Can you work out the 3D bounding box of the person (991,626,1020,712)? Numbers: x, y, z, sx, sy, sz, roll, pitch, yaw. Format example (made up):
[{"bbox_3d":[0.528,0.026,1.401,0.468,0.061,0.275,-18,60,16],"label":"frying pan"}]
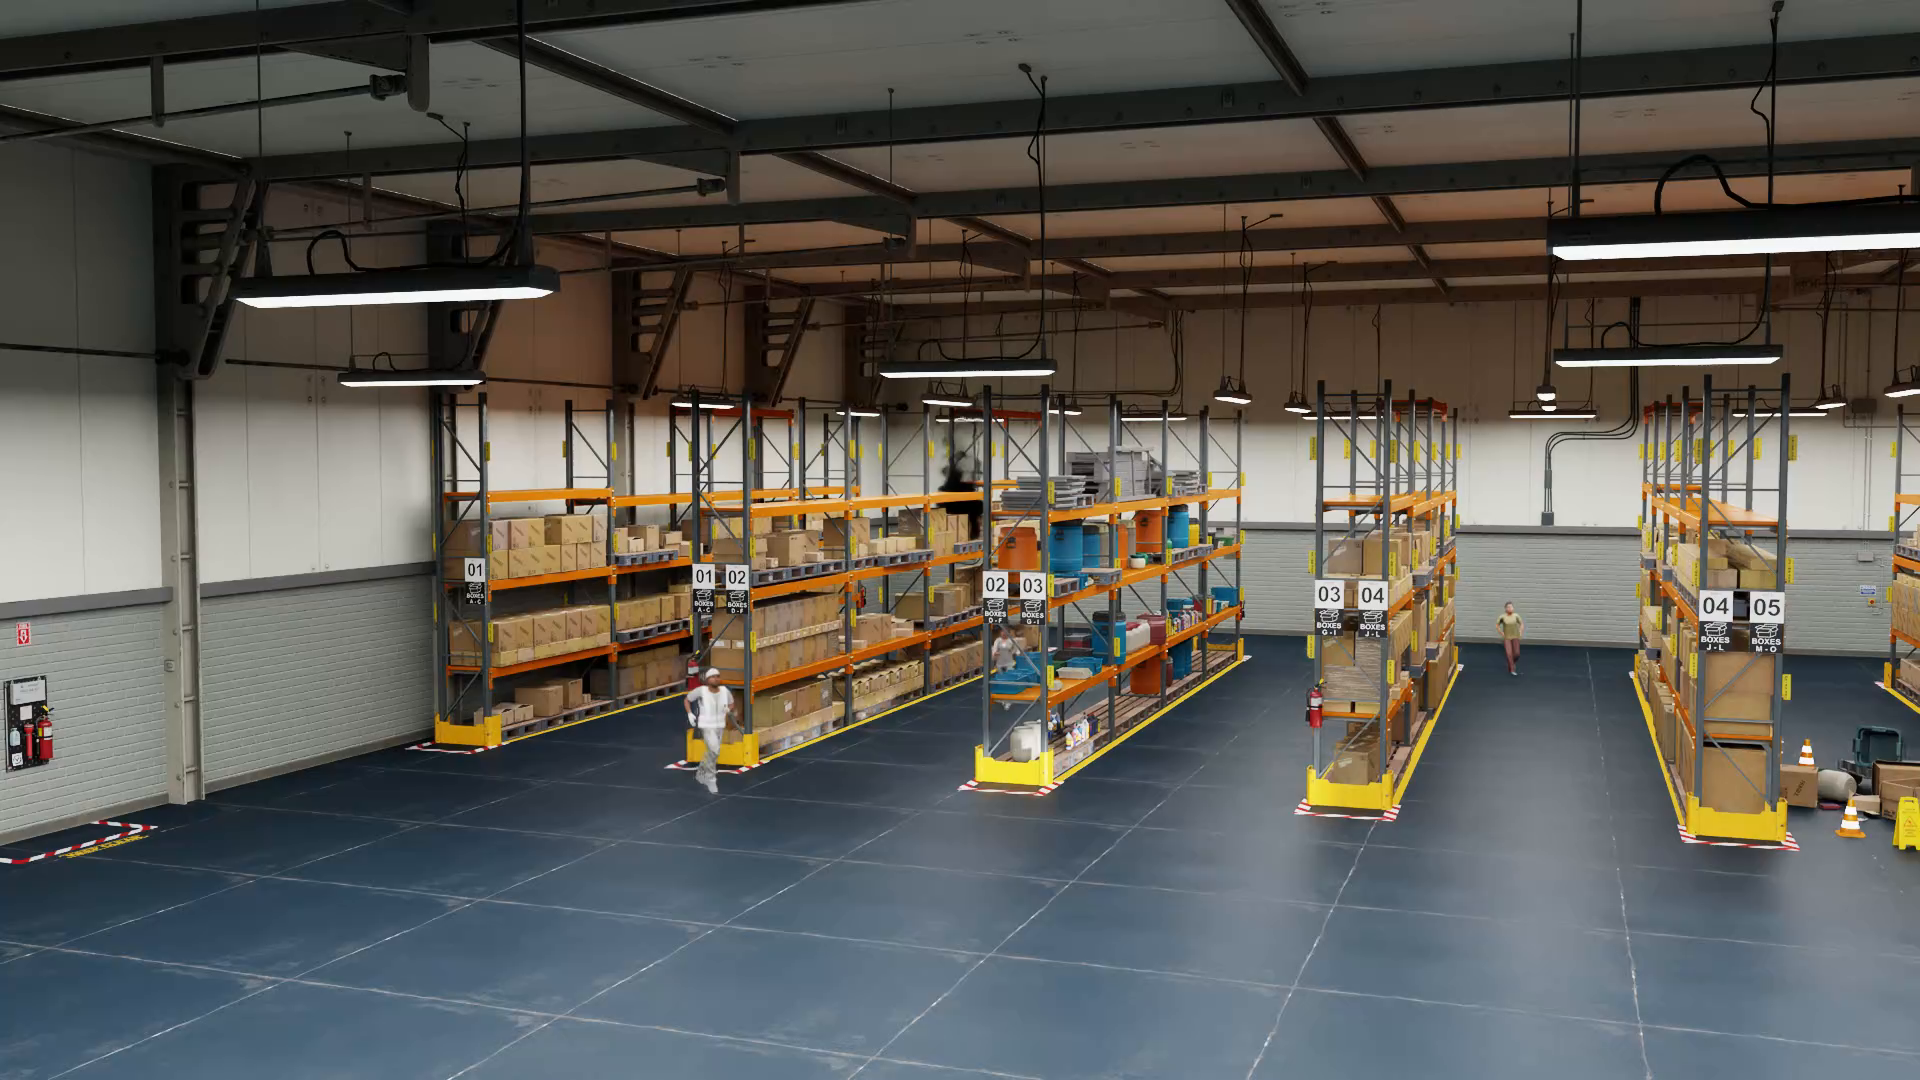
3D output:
[{"bbox_3d":[0.879,2.480,32.282,0.510,1.646,0.724,1,3,15],"label":"person"}]

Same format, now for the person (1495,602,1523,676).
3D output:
[{"bbox_3d":[12.331,2.211,37.317,0.608,1.633,0.629,0,3,6],"label":"person"}]

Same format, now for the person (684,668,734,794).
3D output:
[{"bbox_3d":[-3.679,2.797,24.638,0.666,1.814,0.737,-3,4,-42],"label":"person"}]
